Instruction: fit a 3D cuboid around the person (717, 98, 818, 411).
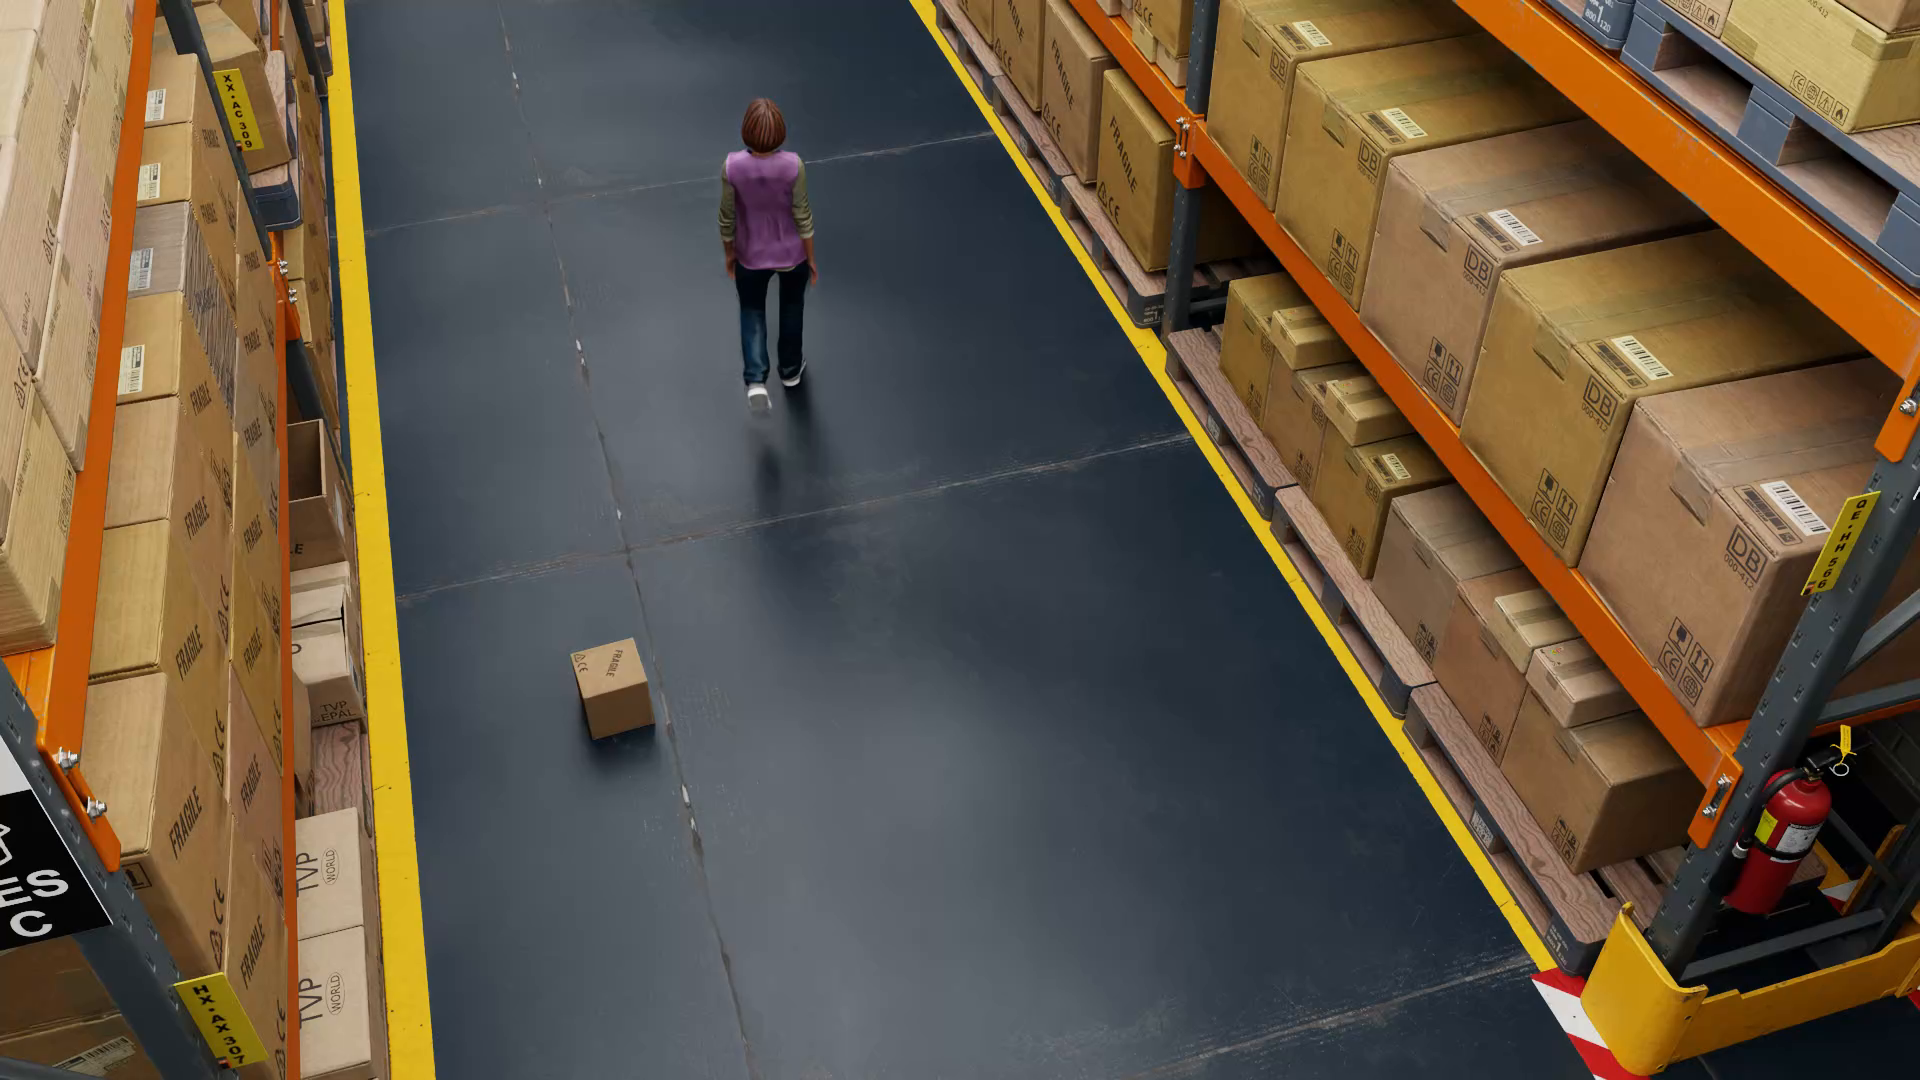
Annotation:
[{"bbox_3d":[-0.862,-1.265,7.513,0.429,1.569,0.678,-2,43,-3],"label":"person"}]
